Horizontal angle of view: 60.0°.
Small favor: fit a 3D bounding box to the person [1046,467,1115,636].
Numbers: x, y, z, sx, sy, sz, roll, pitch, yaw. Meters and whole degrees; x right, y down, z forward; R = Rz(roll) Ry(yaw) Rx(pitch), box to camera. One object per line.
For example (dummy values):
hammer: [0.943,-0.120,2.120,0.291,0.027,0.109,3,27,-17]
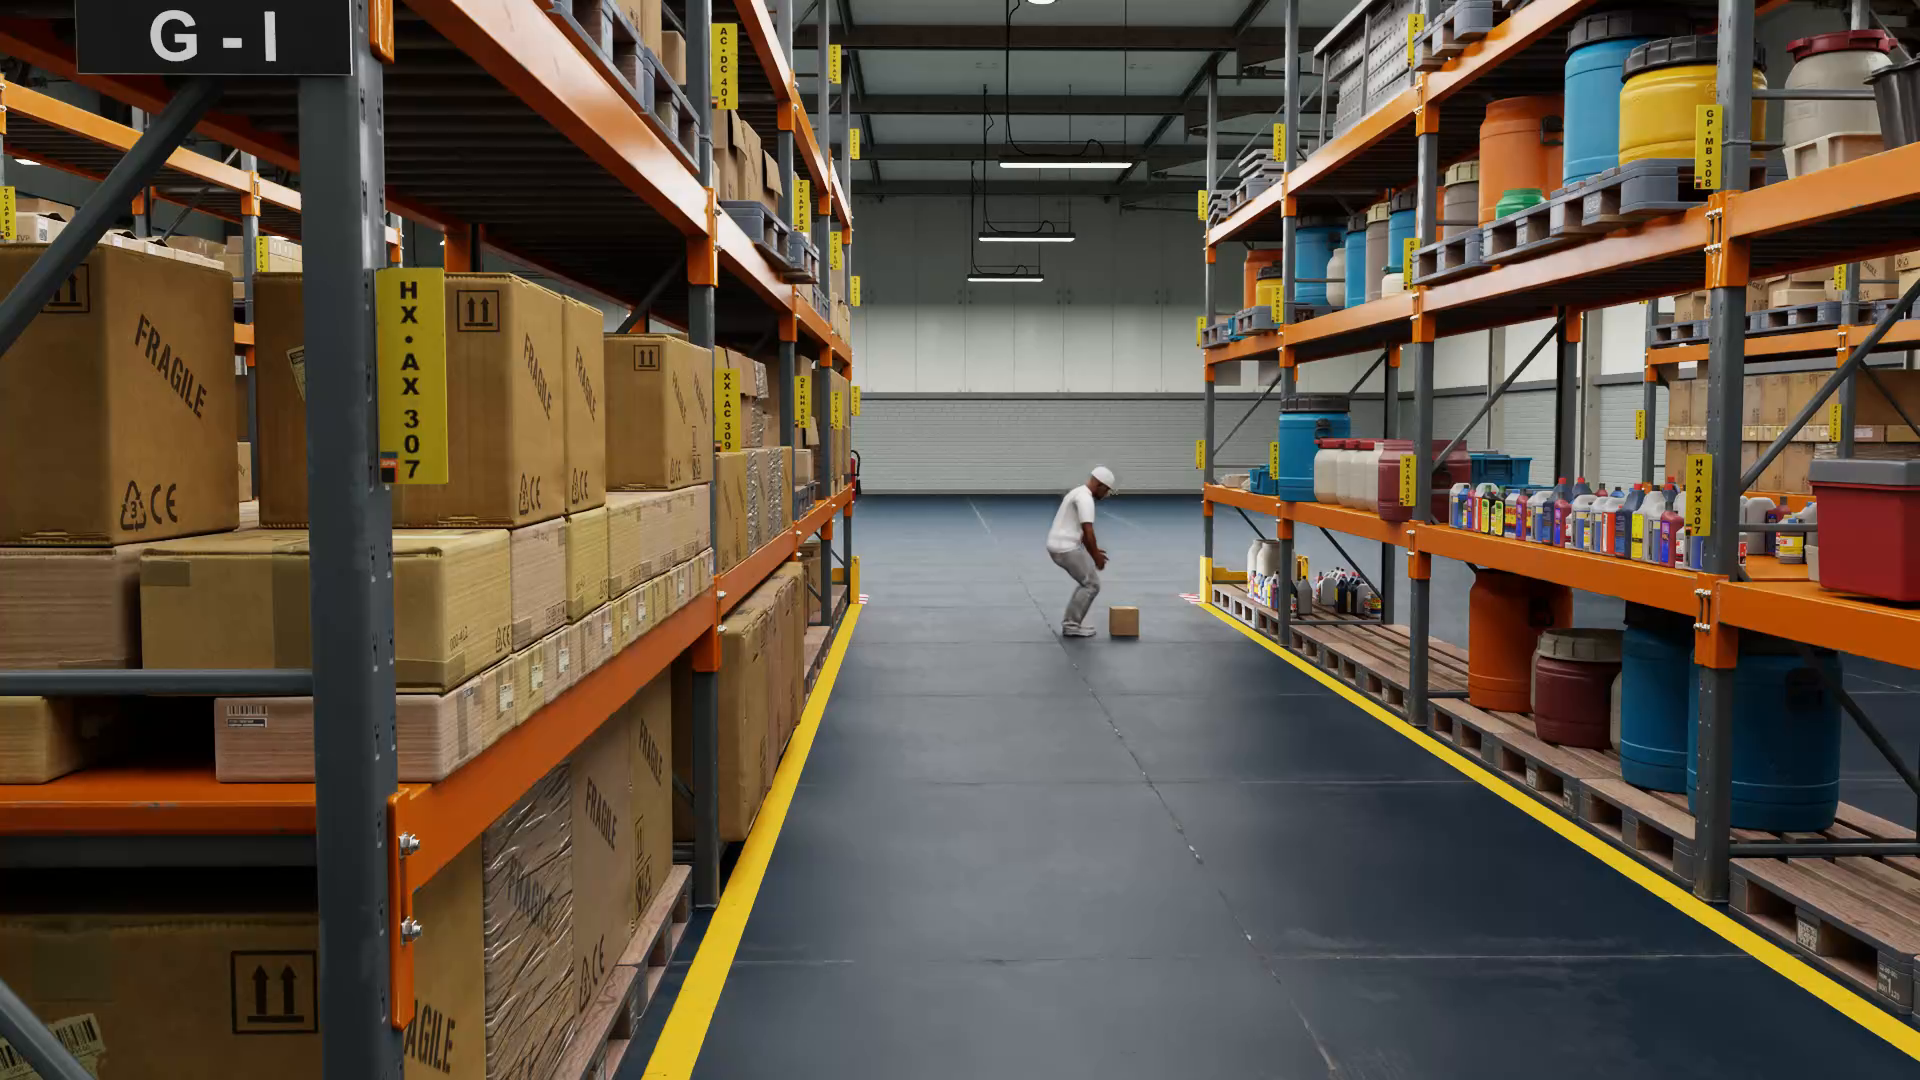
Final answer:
person: [1.130,0.099,15.570,0.644,1.568,0.622,0,4,-1]
